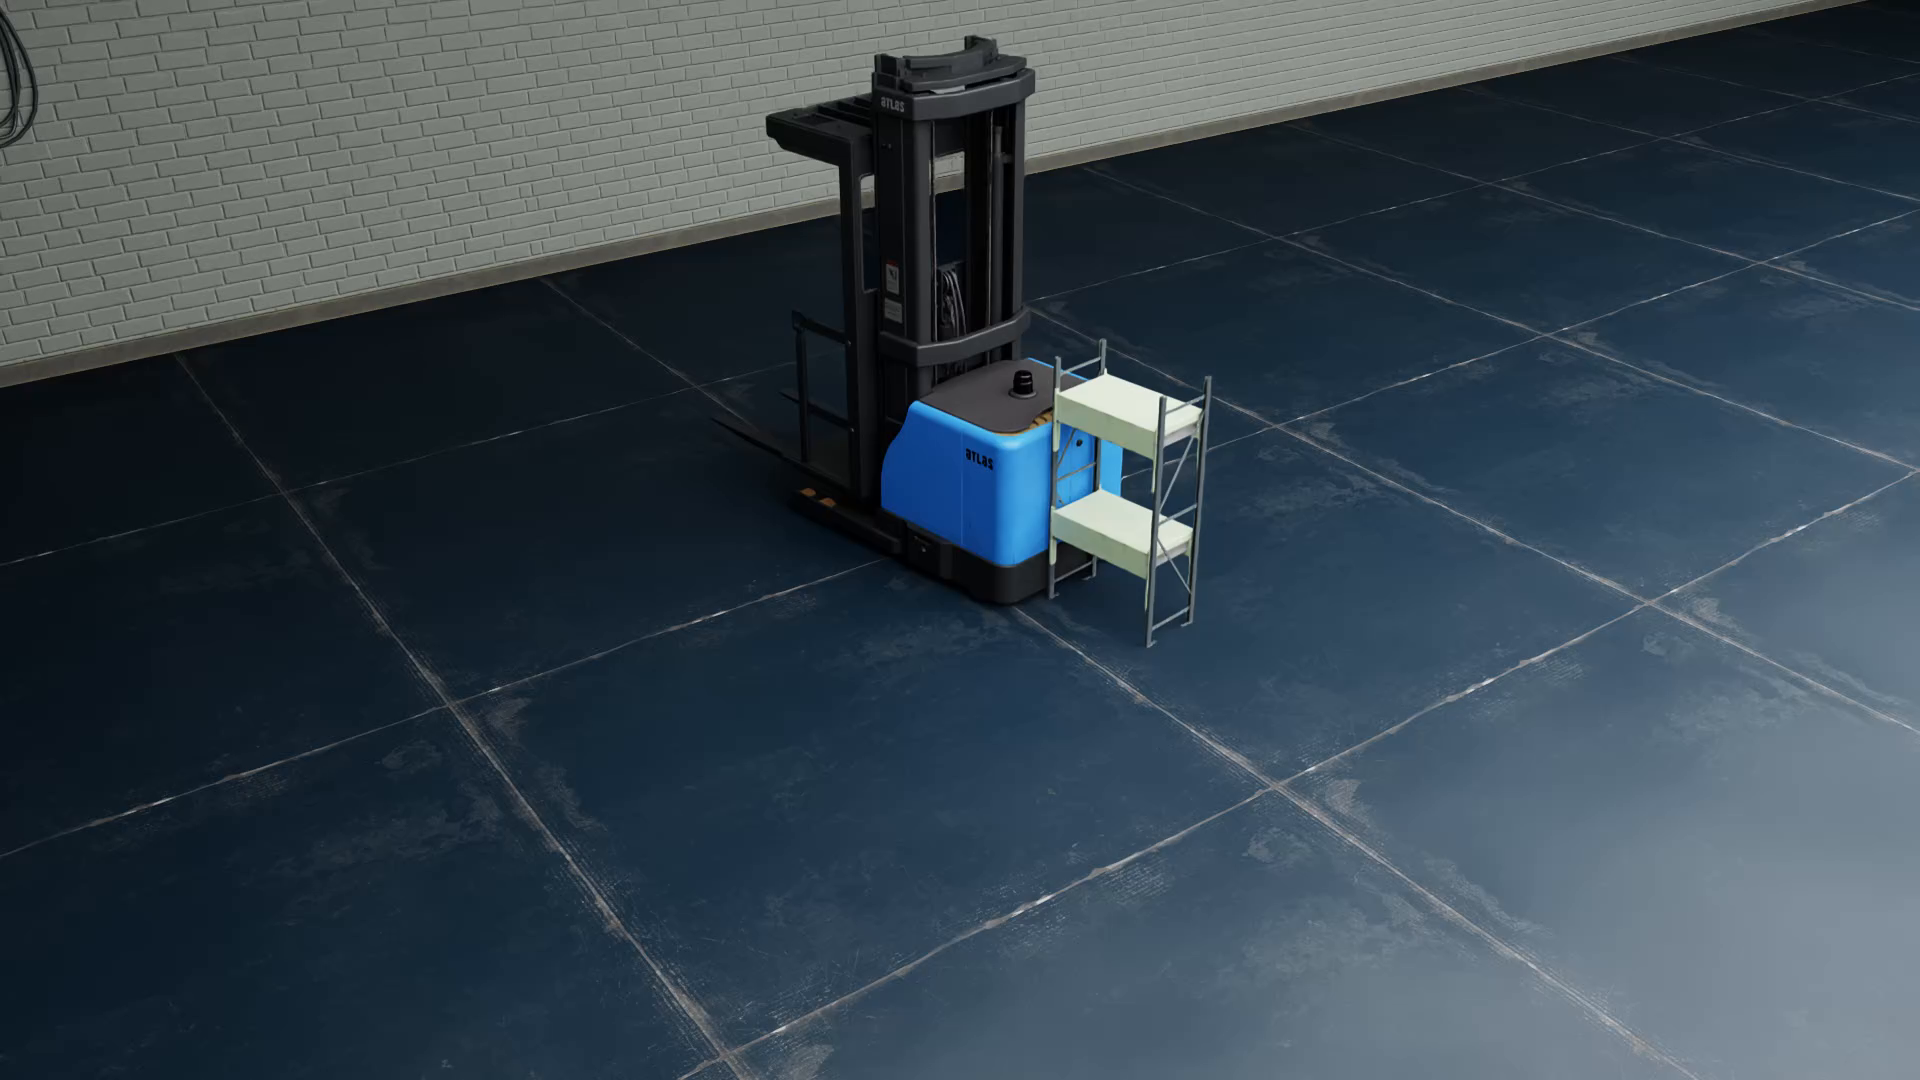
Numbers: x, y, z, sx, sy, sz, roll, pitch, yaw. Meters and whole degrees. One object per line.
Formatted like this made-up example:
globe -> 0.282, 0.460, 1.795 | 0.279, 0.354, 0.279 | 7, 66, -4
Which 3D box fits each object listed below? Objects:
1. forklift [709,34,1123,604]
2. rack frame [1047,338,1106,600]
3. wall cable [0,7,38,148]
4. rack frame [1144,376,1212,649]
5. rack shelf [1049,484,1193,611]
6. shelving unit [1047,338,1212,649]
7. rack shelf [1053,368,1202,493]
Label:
forklift -> -0.419, -1.535, 10.005 | 1.130, 2.935, 3.031 | -25, 37, -38
rack frame -> 0.654, -0.381, 9.380 | 0.400, 1.500, 0.023 | -25, 37, -38
wall cable -> -7.736, -3.489, 10.499 | 3.097, 2.526, 0.112 | -19, 34, -31
rack frame -> 1.164, -0.130, 8.918 | 0.400, 1.500, 0.023 | -25, 37, -38
rack shelf -> 0.909, 0.031, 9.304 | 0.431, 0.370, 0.720 | -25, 37, -38
shelving unit -> 0.909, -0.255, 9.149 | 0.431, 1.500, 0.755 | -25, 37, -38
rack shelf -> 0.909, -0.598, 8.963 | 0.431, 0.370, 0.720 | -25, 37, -38
